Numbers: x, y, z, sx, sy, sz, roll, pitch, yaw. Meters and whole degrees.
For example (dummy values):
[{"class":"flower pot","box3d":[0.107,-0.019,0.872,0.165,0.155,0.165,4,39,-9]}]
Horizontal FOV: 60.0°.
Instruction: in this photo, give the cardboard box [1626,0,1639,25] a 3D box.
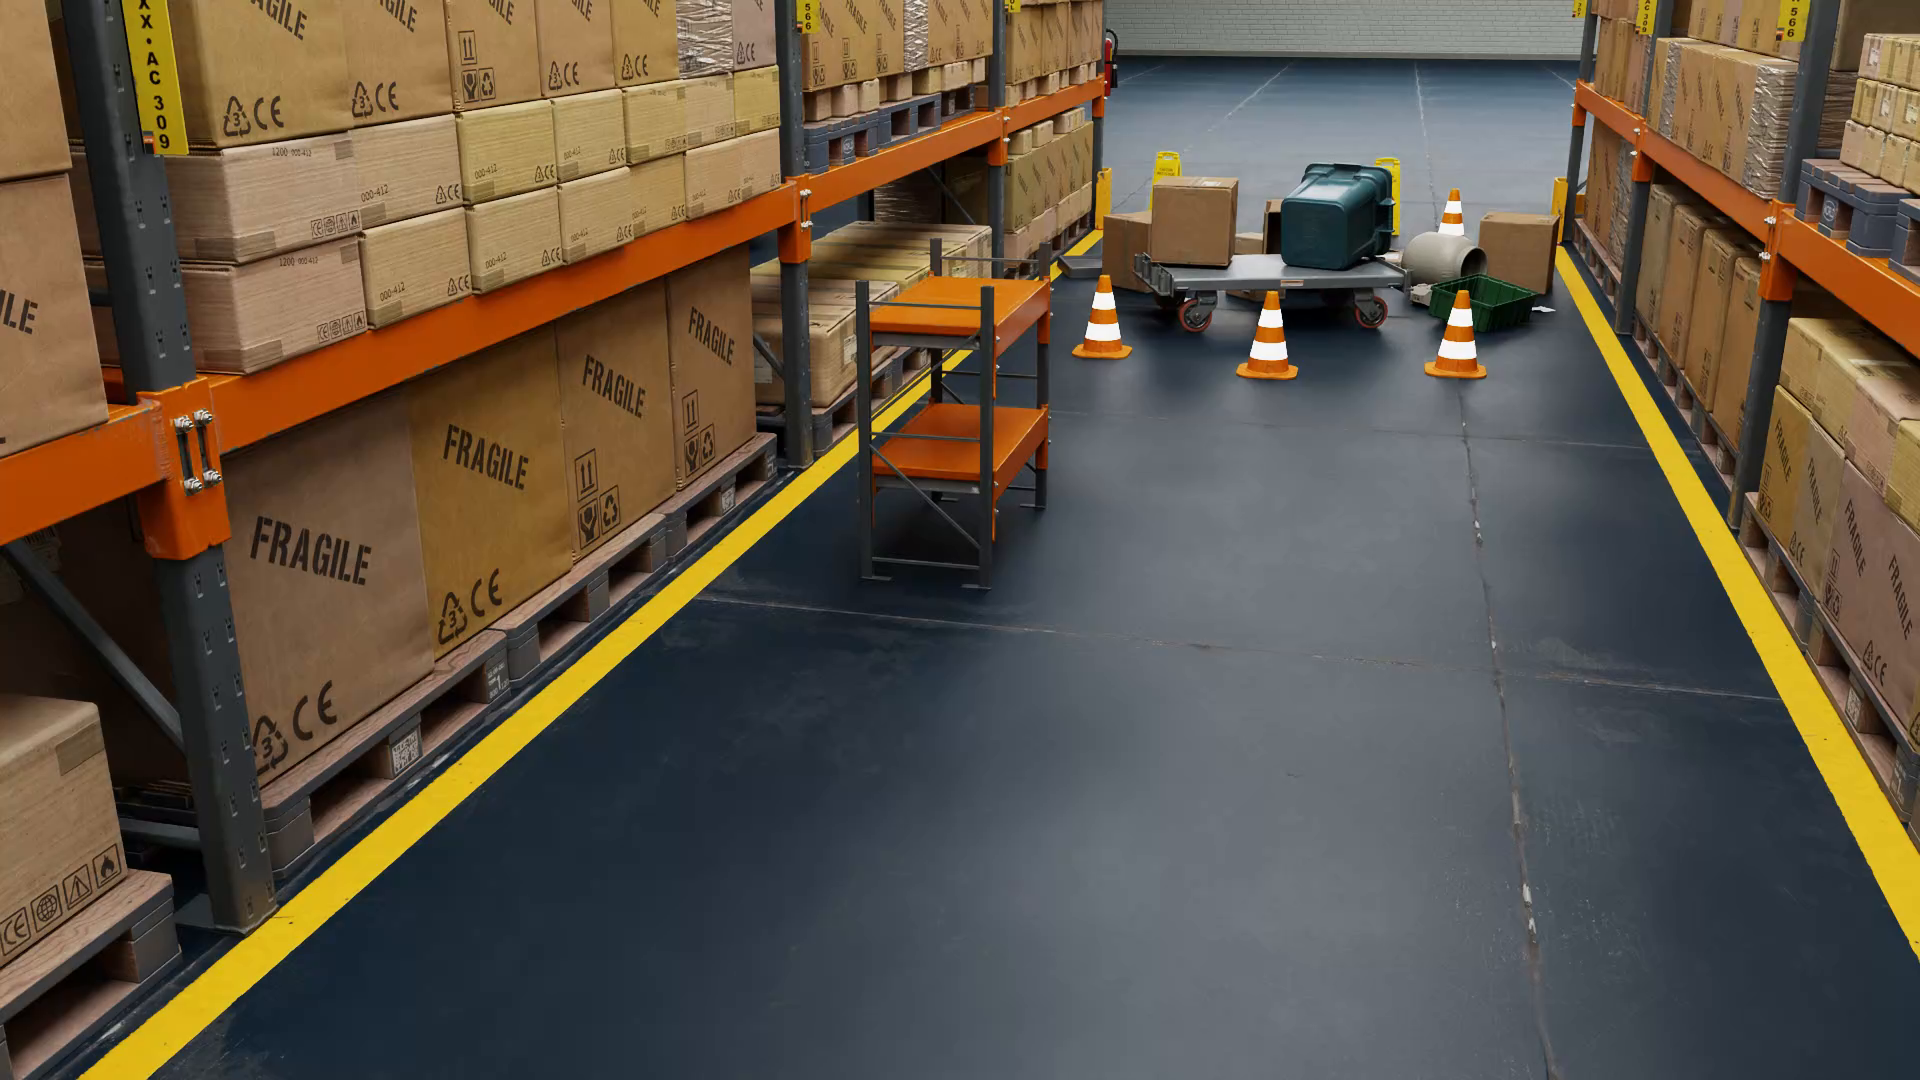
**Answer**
[{"class":"cardboard box","box3d":[4.769,-3.562,10.572,0.875,0.550,0.550,5,19,13]}]

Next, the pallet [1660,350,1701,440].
[{"class":"pallet","box3d":[4.212,-0.734,8.511,1.003,0.211,1.213,5,19,13]}]

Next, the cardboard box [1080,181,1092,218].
[{"class":"cardboard box","box3d":[0.834,-2.914,14.181,0.500,0.250,0.500,5,19,13]}]

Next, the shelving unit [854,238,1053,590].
[{"class":"shelving unit","box3d":[-0.002,-0.530,6.500,0.538,1.125,1.048,5,19,13]}]

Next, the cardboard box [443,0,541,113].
[{"class":"cardboard box","box3d":[-1.547,-1.491,4.712,0.500,0.500,0.500,4,19,12]}]

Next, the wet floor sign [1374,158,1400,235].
[{"class":"wet floor sign","box3d":[3.688,-2.990,14.444,0.267,0.644,0.232,1,19,4]}]

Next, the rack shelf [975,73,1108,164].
[{"class":"rack shelf","box3d":[0.288,-3.331,12.912,1.077,0.370,4.000,5,19,13]}]

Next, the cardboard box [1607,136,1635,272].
[{"class":"cardboard box","box3d":[5.062,-2.353,11.573,0.875,0.875,0.875,5,19,14]}]

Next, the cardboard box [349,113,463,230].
[{"class":"cardboard box","box3d":[-1.674,-0.984,4.386,0.500,0.250,0.500,5,19,14]}]

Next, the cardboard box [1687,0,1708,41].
[{"class":"cardboard box","box3d":[4.508,-3.050,9.274,0.700,0.500,0.500,4,19,12]}]

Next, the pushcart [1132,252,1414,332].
[{"class":"pushcart","box3d":[2.022,-1.639,10.903,1.648,0.377,0.936,-2,19,-6]}]

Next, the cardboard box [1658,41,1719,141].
[{"class":"cardboard box","box3d":[4.112,-2.431,9.008,0.500,0.500,0.500,5,19,14]}]

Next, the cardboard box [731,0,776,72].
[{"class":"cardboard box","box3d":[-1.051,-2.128,6.577,0.500,0.500,0.500,4,19,12]}]

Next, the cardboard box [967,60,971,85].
[{"class":"cardboard box","box3d":[-0.141,-2.860,10.159,0.380,0.149,0.250,4,19,12]}]

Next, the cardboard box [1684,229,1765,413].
[{"class":"cardboard box","box3d":[4.093,-1.024,7.875,1.050,0.750,0.750,5,19,14]}]

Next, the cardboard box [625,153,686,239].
[{"class":"cardboard box","box3d":[-1.298,-1.223,5.859,0.500,0.250,0.500,4,19,13]}]

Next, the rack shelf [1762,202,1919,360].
[{"class":"rack shelf","box3d":[3.158,-0.464,4.519,1.077,0.370,4.000,5,19,13]}]

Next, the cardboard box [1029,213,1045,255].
[{"class":"cardboard box","box3d":[0.324,-2.274,12.308,0.500,0.250,0.500,6,20,16]}]

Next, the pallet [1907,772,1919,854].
[{"class":"pallet","box3d":[2.858,0.898,3.733,1.003,0.211,1.213,5,19,13]}]

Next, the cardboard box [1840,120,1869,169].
[{"class":"cardboard box","box3d":[3.341,-1.387,5.847,0.380,0.149,0.250,4,19,13]}]

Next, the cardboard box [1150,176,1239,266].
[{"class":"cardboard box","box3d":[1.532,-2.089,10.858,0.500,0.500,0.500,5,19,13]}]

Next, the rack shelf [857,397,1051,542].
[{"class":"rack shelf","box3d":[-0.002,-0.299,6.579,0.538,0.278,1.000,5,19,13]}]

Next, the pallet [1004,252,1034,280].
[{"class":"pallet","box3d":[-0.071,-1.938,12.035,1.003,0.211,1.213,5,19,13]}]

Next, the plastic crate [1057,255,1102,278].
[{"class":"plastic crate","box3d":[0.978,-2.090,12.683,0.402,0.080,0.583,-2,19,-6]}]

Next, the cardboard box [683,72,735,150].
[{"class":"cardboard box","box3d":[-1.172,-1.623,6.259,0.500,0.250,0.500,4,19,12]}]

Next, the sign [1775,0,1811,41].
[{"class":"sign","box3d":[3.107,-2.022,6.176,0.100,0.325,0.005,5,19,13]}]

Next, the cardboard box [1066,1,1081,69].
[{"class":"cardboard box","box3d":[0.658,-3.981,13.088,0.500,0.500,0.500,5,19,13]}]

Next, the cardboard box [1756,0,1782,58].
[{"class":"cardboard box","box3d":[4.011,-2.411,7.405,0.700,0.500,0.500,4,19,13]}]

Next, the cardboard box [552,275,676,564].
[{"class":"cardboard box","box3d":[-1.650,-0.495,6.133,0.875,0.875,0.875,5,19,14]}]

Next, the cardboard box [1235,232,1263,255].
[{"class":"cardboard box","box3d":[2.415,-2.379,13.422,0.380,0.149,0.250,17,25,41]}]

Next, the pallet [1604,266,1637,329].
[{"class":"pallet","box3d":[4.885,-1.598,11.039,1.003,0.211,1.213,5,19,13]}]

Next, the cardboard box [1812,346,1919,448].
[{"class":"cardboard box","box3d":[3.119,-0.446,5.411,0.500,0.250,0.500,4,19,13]}]

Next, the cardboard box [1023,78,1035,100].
[{"class":"cardboard box","box3d":[0.328,-3.243,11.929,0.380,0.149,0.250,5,20,15]}]

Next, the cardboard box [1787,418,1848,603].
[{"class":"cardboard box","box3d":[3.107,-0.088,5.522,0.500,0.500,0.500,5,19,14]}]

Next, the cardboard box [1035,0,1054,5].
[{"class":"cardboard box","box3d":[0.263,-3.985,11.552,0.700,0.500,0.500,5,19,14]}]

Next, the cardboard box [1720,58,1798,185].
[{"class":"cardboard box","box3d":[3.619,-1.797,7.154,0.500,0.500,0.500,5,19,13]}]

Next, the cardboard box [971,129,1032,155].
[{"class":"cardboard box","box3d":[0.294,-2.802,11.691,0.380,0.149,0.250,5,19,14]}]

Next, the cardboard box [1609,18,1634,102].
[{"class":"cardboard box","box3d":[5.093,-3.381,11.713,0.875,0.550,0.500,5,19,13]}]

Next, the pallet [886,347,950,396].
[{"class":"pallet","box3d":[-0.686,-1.097,9.573,1.003,0.211,1.213,5,19,13]}]

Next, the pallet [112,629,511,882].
[{"class":"pallet","box3d":[-2.040,0.535,4.795,1.003,0.211,1.213,5,19,13]}]

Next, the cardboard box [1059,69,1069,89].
[{"class":"cardboard box","box3d":[0.648,-3.639,13.089,0.380,0.149,0.250,4,19,13]}]

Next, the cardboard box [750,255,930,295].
[{"class":"cardboard box","box3d":[-0.667,-1.391,9.536,0.950,0.372,0.625,5,20,15]}]

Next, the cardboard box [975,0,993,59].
[{"class":"cardboard box","box3d":[-0.091,-3.268,10.351,0.500,0.500,0.500,4,19,12]}]

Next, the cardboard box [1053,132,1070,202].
[{"class":"cardboard box","box3d":[0.579,-2.957,13.149,0.500,0.500,0.500,4,19,12]}]

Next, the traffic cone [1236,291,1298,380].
[{"class":"traffic cone","box3d":[1.752,-1.175,9.411,0.336,0.463,0.334,5,19,13]}]

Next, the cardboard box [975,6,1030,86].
[{"class":"cardboard box","box3d":[0.177,-3.348,11.235,0.500,0.500,0.500,5,19,13]}]

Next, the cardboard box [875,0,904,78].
[{"class":"cardboard box","box3d":[-0.600,-2.631,8.486,0.500,0.500,0.500,5,19,14]}]

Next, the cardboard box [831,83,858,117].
[{"class":"cardboard box","box3d":[-0.705,-2.126,8.010,0.380,0.149,0.250,3,19,10]}]

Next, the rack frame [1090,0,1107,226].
[{"class":"rack frame","box3d":[0.776,-4.298,14.631,1.000,3.000,0.127,5,19,13]}]

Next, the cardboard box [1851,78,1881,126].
[{"class":"cardboard box","box3d":[3.334,-1.516,5.766,0.380,0.149,0.250,6,20,16]}]

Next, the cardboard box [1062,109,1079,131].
[{"class":"cardboard box","box3d":[0.744,-3.387,13.403,0.380,0.149,0.250,5,19,14]}]

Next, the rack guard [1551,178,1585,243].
[{"class":"rack guard","box3d":[5.607,-2.764,14.005,1.175,0.500,0.348,5,19,13]}]

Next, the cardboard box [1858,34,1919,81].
[{"class":"cardboard box","box3d":[3.345,-1.662,5.731,0.380,0.149,0.250,5,19,13]}]

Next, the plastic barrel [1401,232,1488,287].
[{"class":"plastic barrel","box3d":[3.413,-1.943,11.721,0.421,0.421,0.512,-13,23,-34]}]

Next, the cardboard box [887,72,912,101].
[{"class":"cardboard box","box3d":[-0.477,-2.460,8.989,0.380,0.149,0.250,5,20,15]}]

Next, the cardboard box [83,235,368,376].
[{"class":"cardboard box","box3d":[-1.792,-0.583,3.986,0.500,0.250,0.500,4,19,12]}]
